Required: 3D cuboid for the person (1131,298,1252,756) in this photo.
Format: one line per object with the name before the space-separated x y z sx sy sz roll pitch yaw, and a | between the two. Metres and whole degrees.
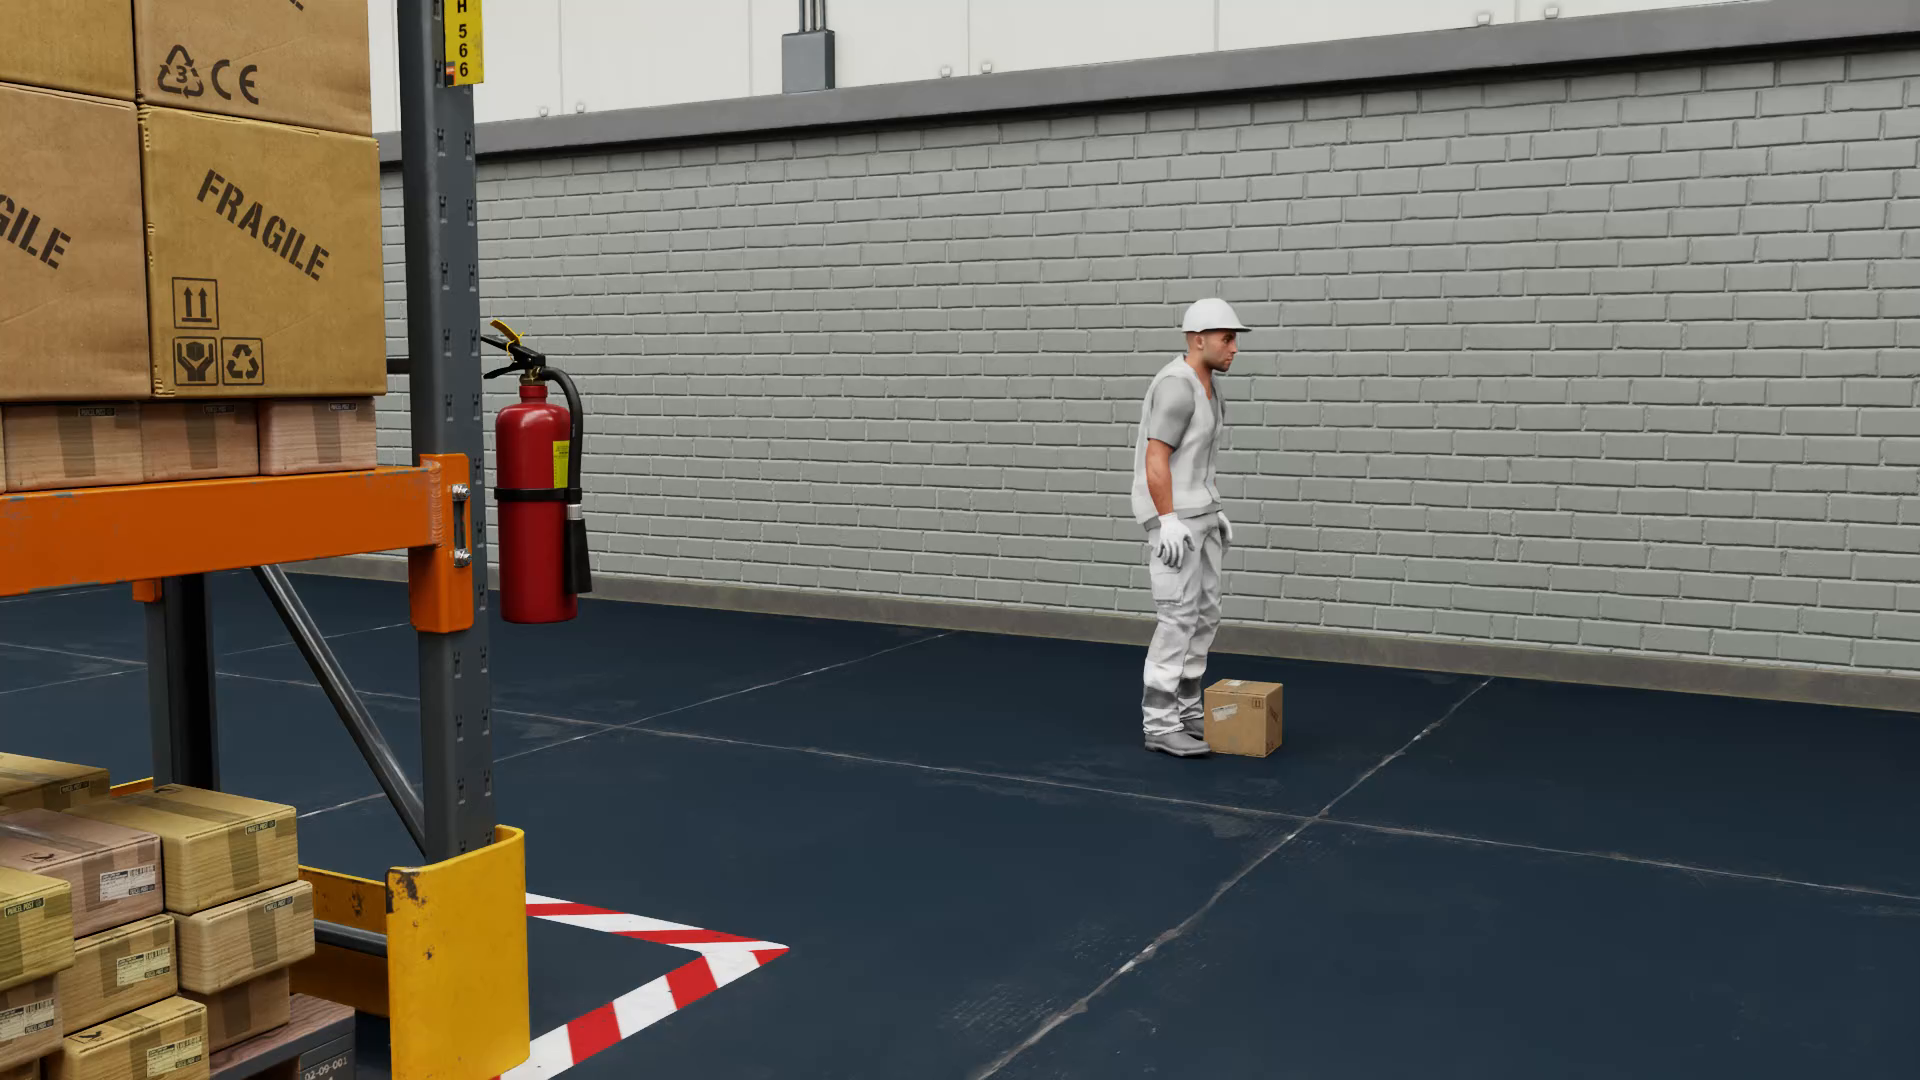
person | 0.923 -0.064 6.625 0.452 1.779 0.607 3 7 28
